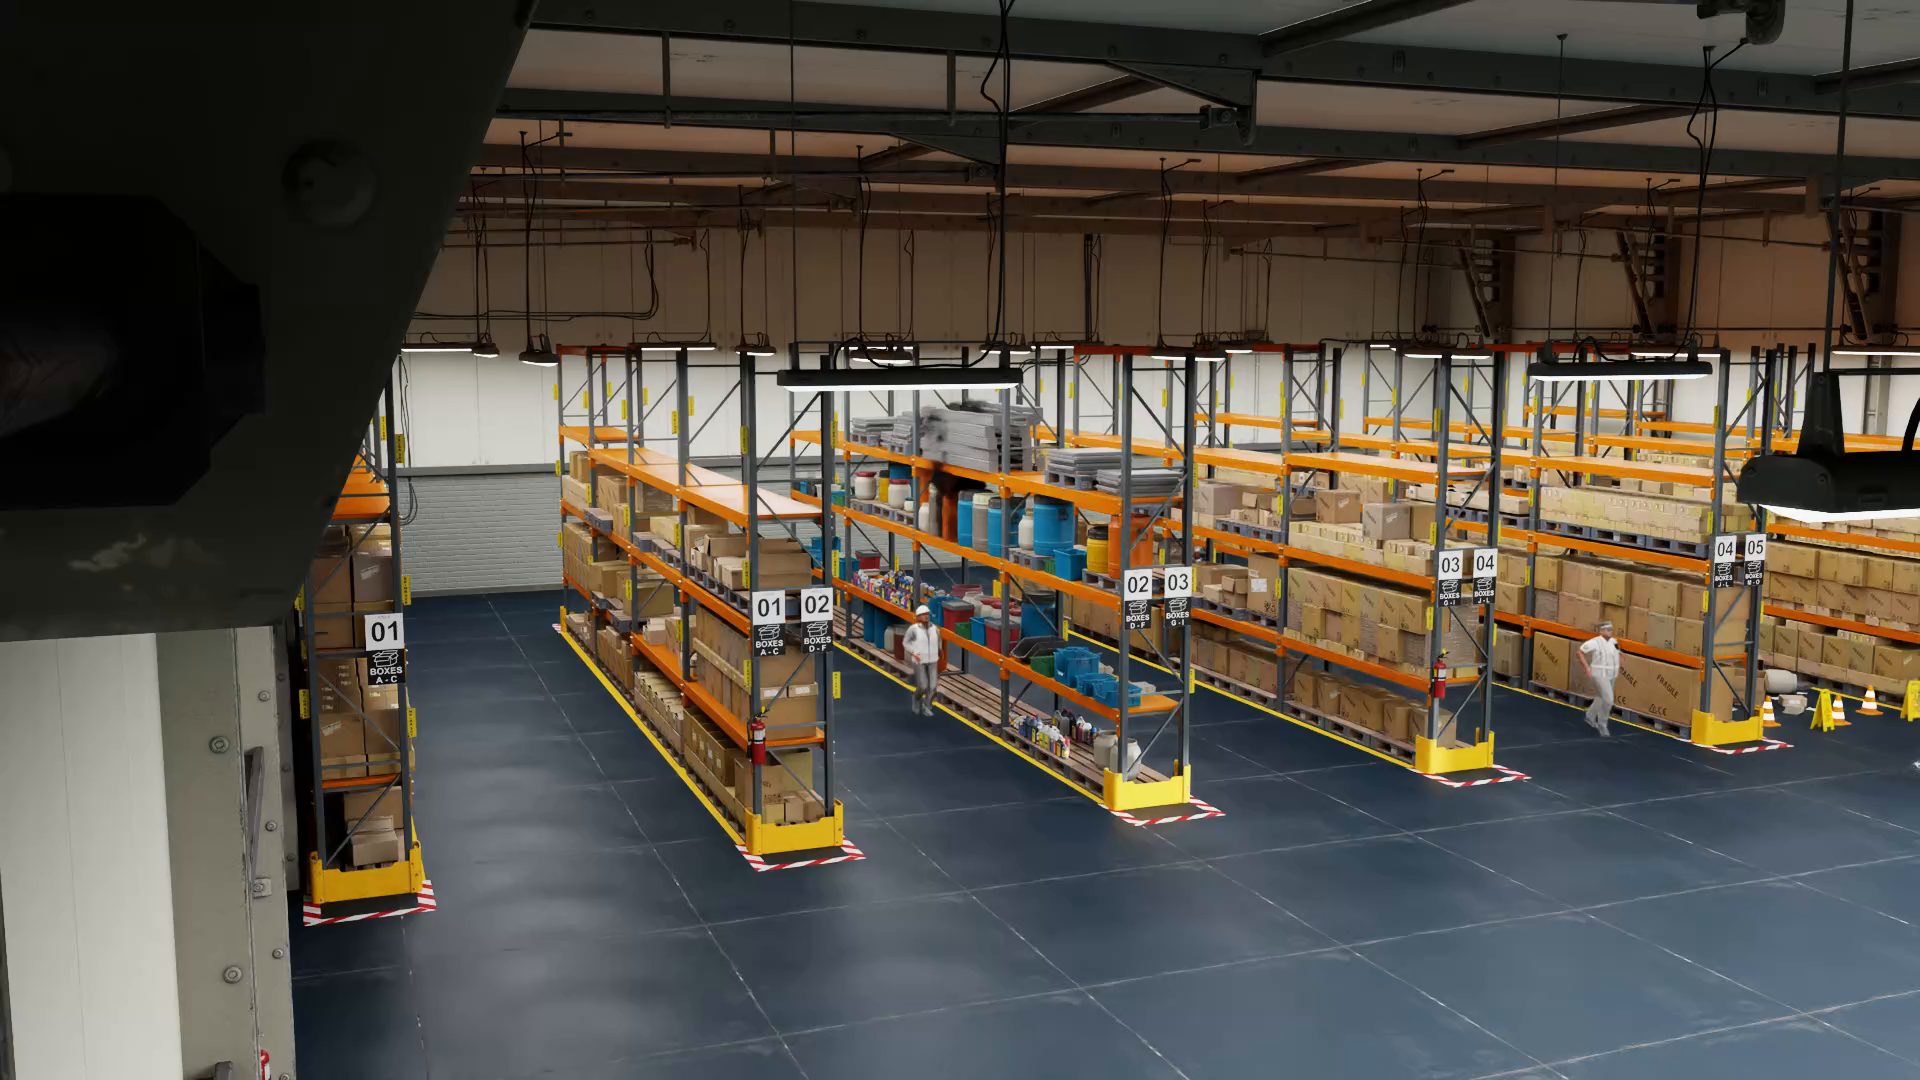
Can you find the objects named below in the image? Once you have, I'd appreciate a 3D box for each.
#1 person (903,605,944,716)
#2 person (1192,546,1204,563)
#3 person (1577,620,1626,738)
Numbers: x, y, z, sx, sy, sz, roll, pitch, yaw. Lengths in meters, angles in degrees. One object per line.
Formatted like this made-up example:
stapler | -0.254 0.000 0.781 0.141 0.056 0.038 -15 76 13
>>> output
person | -0.535 1.892 25.971 0.657 1.743 0.561 -4 8 -26
person | 5.081 0.971 35.750 0.566 1.714 0.687 -3 8 -23
person | 10.075 2.164 26.030 0.635 1.854 0.780 -4 8 -30
